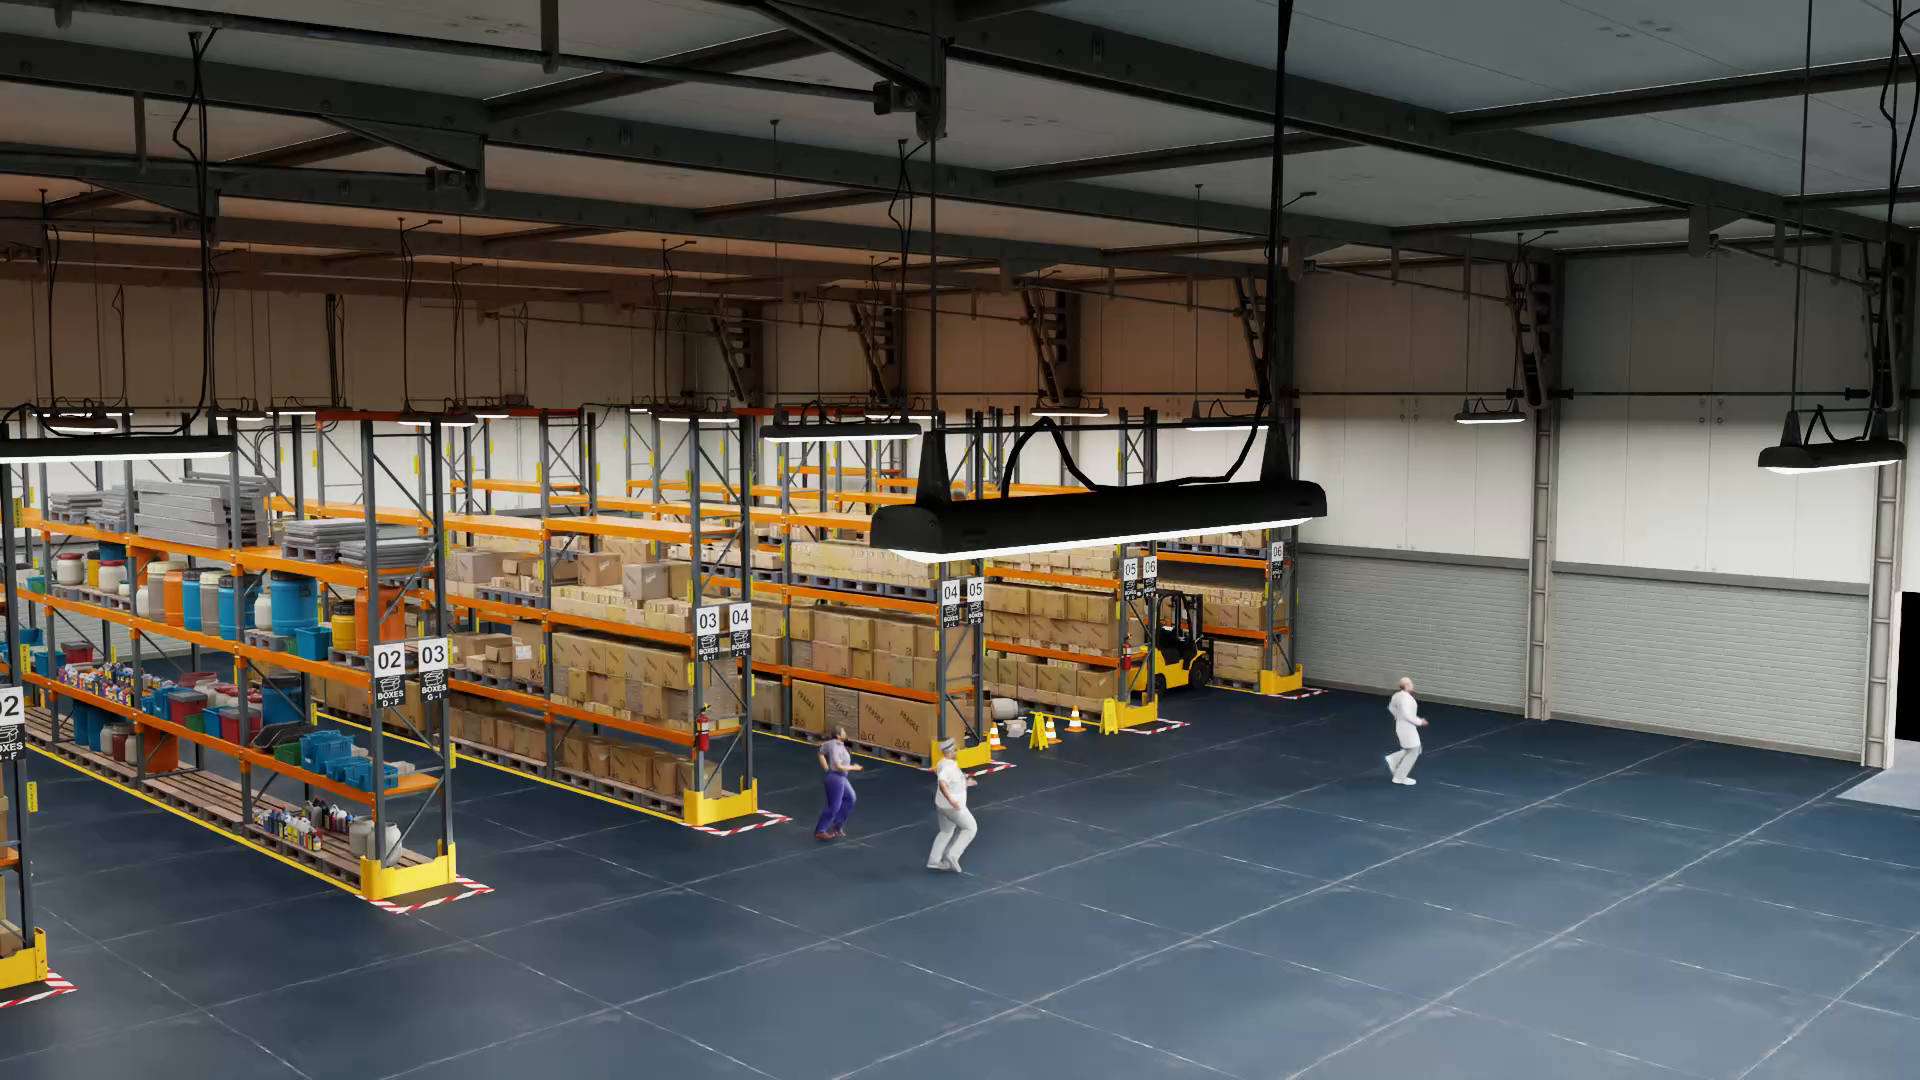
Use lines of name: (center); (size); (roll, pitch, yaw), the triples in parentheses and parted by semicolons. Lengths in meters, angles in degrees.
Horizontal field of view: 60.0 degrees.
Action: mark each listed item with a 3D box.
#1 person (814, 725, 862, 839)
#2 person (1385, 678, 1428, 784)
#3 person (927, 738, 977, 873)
person: (-1.732, 3.454, 23.545); (0.694, 1.667, 0.599); (-1, 5, -7)
person: (7.244, 3.087, 26.926); (0.633, 1.736, 0.707); (0, 5, 2)
person: (-0.087, 3.510, 21.981); (0.702, 1.788, 0.637); (-2, 6, -23)
